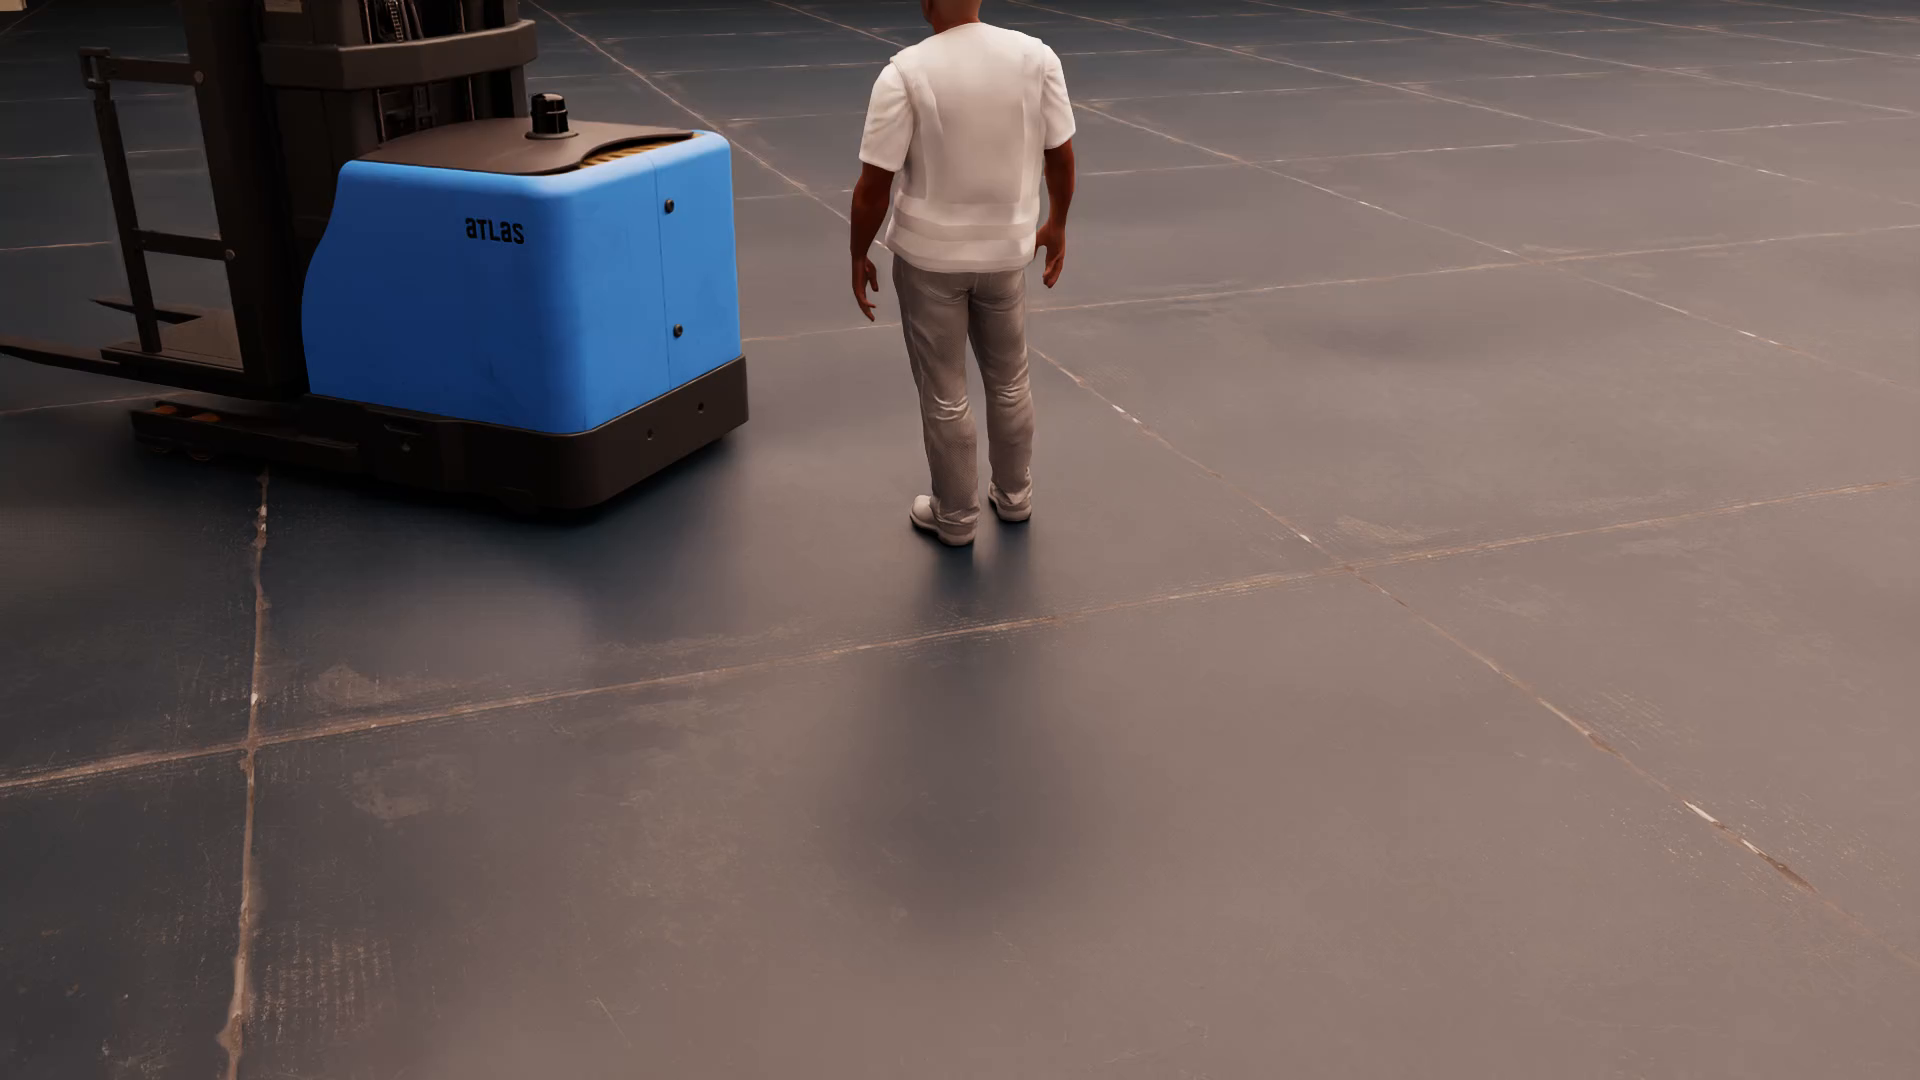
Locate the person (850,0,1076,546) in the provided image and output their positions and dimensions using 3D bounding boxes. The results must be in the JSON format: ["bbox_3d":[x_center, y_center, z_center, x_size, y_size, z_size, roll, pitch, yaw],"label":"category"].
[{"bbox_3d":[-0.019,-0.847,4.796,0.666,1.766,0.576,-8,24,-18],"label":"person"}]

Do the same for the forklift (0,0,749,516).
[{"bbox_3d":[-2.312,-1.795,5.566,3.031,2.935,1.130,10,25,23],"label":"forklift"}]
